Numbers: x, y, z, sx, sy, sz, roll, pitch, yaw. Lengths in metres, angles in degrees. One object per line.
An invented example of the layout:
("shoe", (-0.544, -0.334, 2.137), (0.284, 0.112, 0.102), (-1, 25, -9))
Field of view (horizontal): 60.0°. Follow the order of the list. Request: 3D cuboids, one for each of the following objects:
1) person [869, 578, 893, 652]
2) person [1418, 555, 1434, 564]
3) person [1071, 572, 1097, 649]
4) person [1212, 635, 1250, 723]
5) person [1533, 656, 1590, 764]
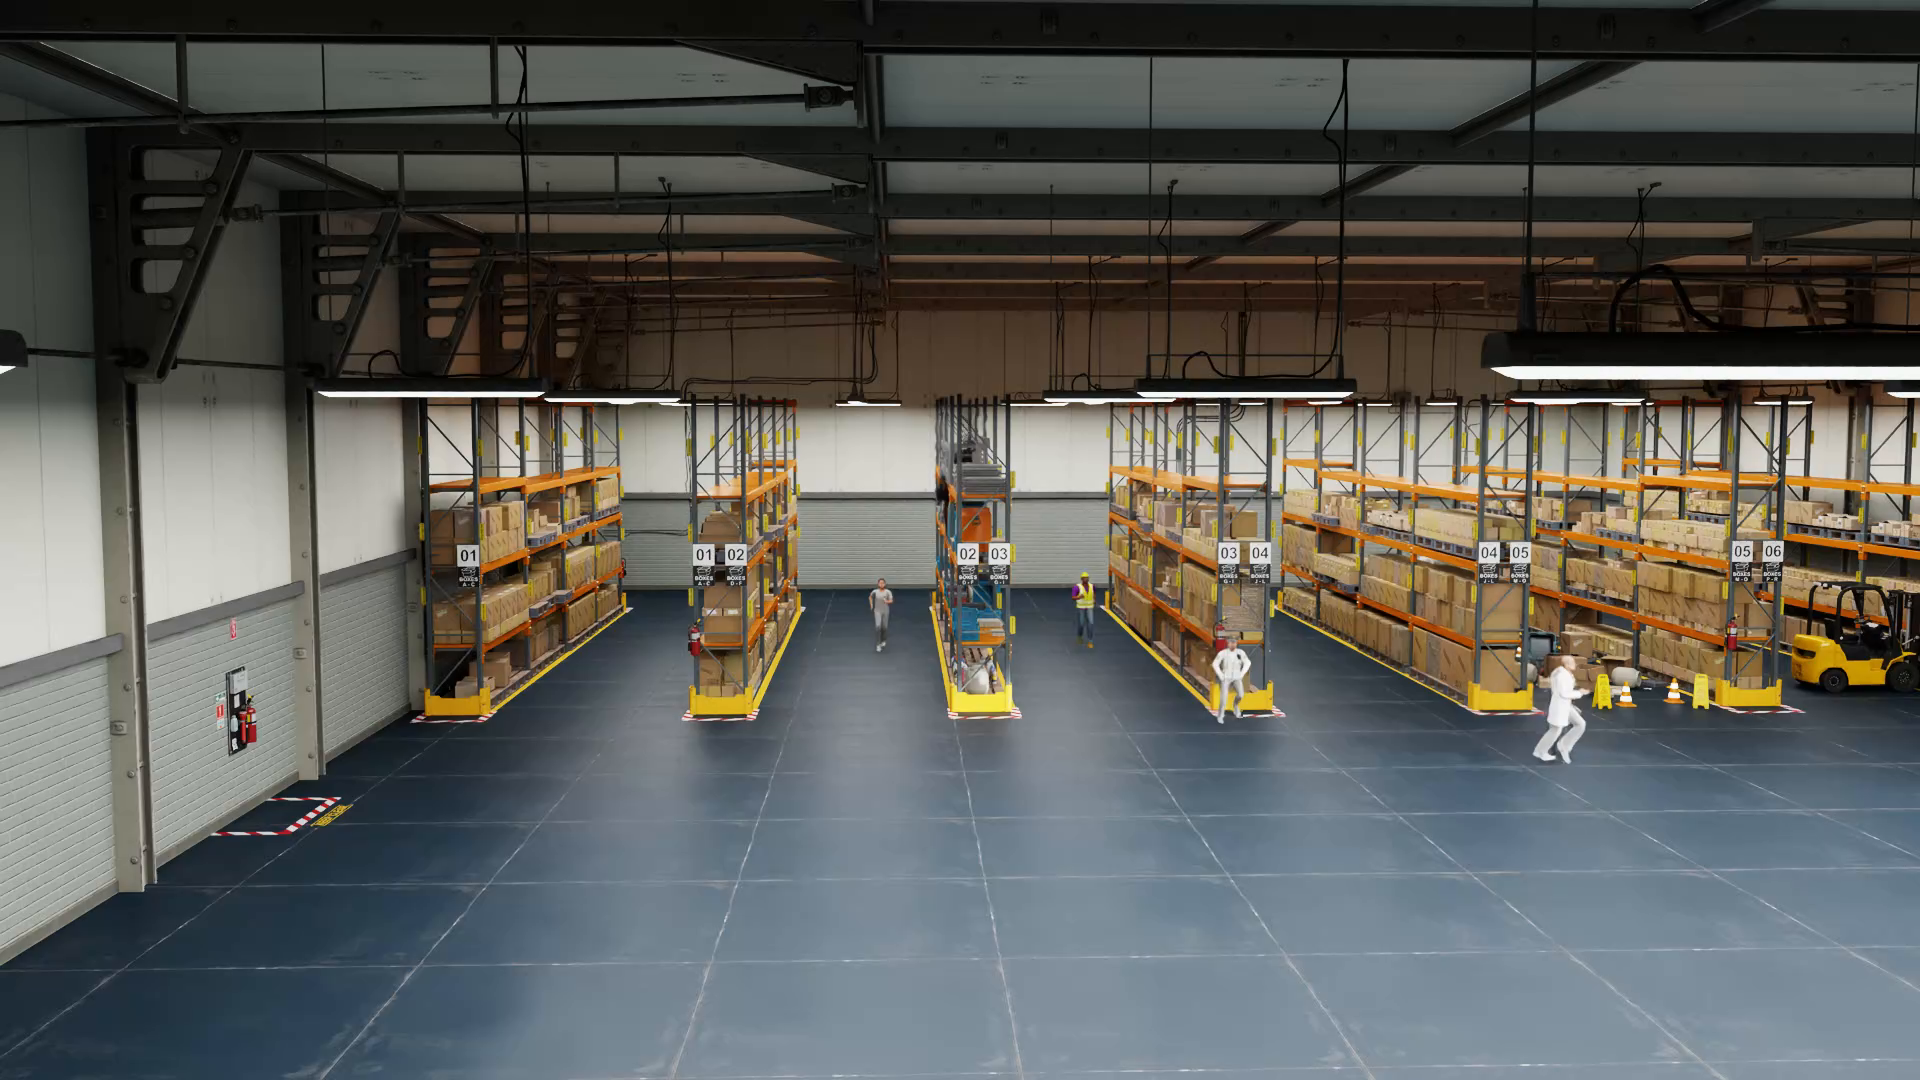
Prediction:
("person", (-1.873, 1.766, 39.615), (0.538, 1.724, 0.767), (-1, 5, -8))
("person", (13.745, 1.010, 49.008), (0.747, 1.722, 0.688), (-1, 5, -10))
("person", (3.003, 1.674, 39.976), (0.682, 1.808, 0.807), (-1, 5, -9))
("person", (4.979, 2.551, 30.365), (0.712, 1.653, 0.513), (0, 5, -6))
("person", (9.704, 2.728, 26.798), (0.881, 1.763, 0.753), (3, 5, 32))
